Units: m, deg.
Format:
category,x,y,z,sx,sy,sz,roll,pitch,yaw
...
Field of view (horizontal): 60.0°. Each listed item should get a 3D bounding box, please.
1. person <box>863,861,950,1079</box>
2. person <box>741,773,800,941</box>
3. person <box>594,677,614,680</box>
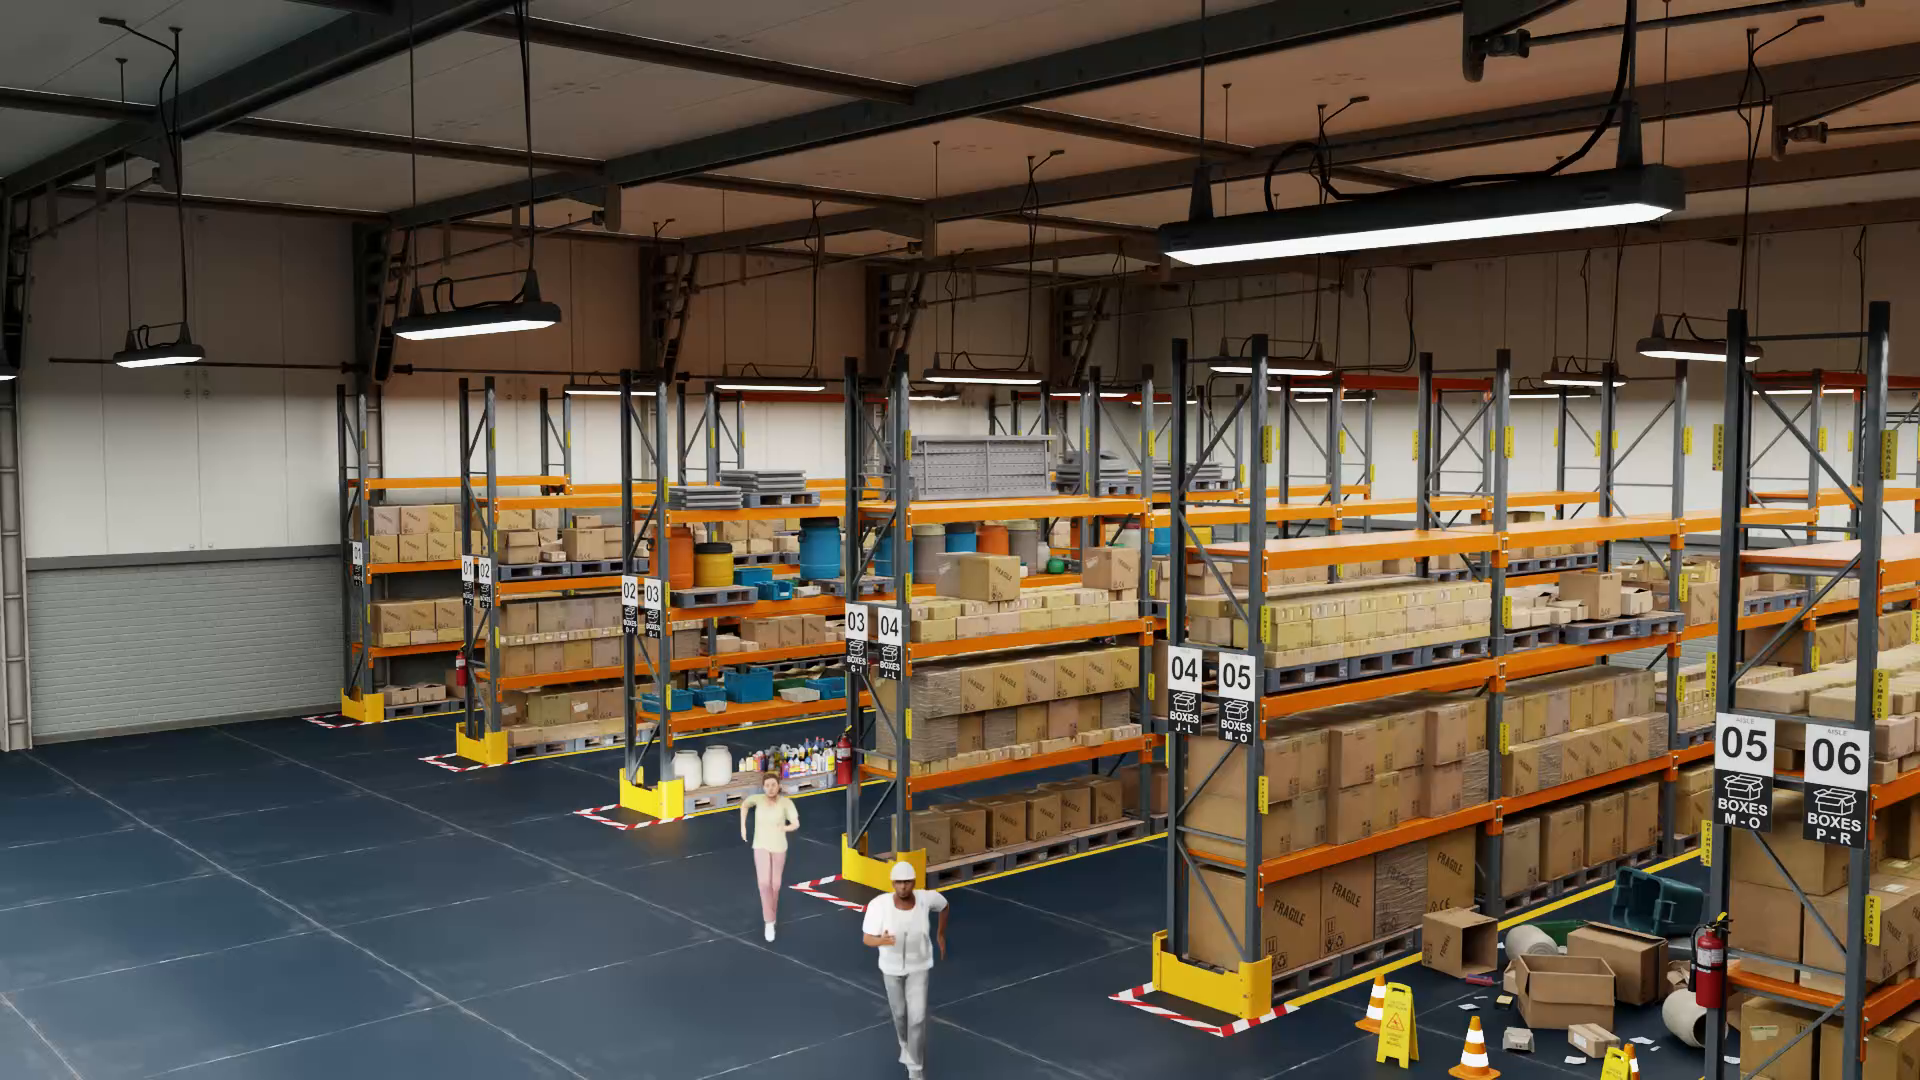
category,x,y,z,sx,sy,sz,roll,pitch,yaw
person,-0.428,3.429,13.184,0.661,1.833,0.832,0,4,4
person,-1.949,3.213,17.105,0.599,1.690,0.752,0,4,-6
person,-6.365,2.312,30.023,0.663,1.763,0.966,3,5,40
